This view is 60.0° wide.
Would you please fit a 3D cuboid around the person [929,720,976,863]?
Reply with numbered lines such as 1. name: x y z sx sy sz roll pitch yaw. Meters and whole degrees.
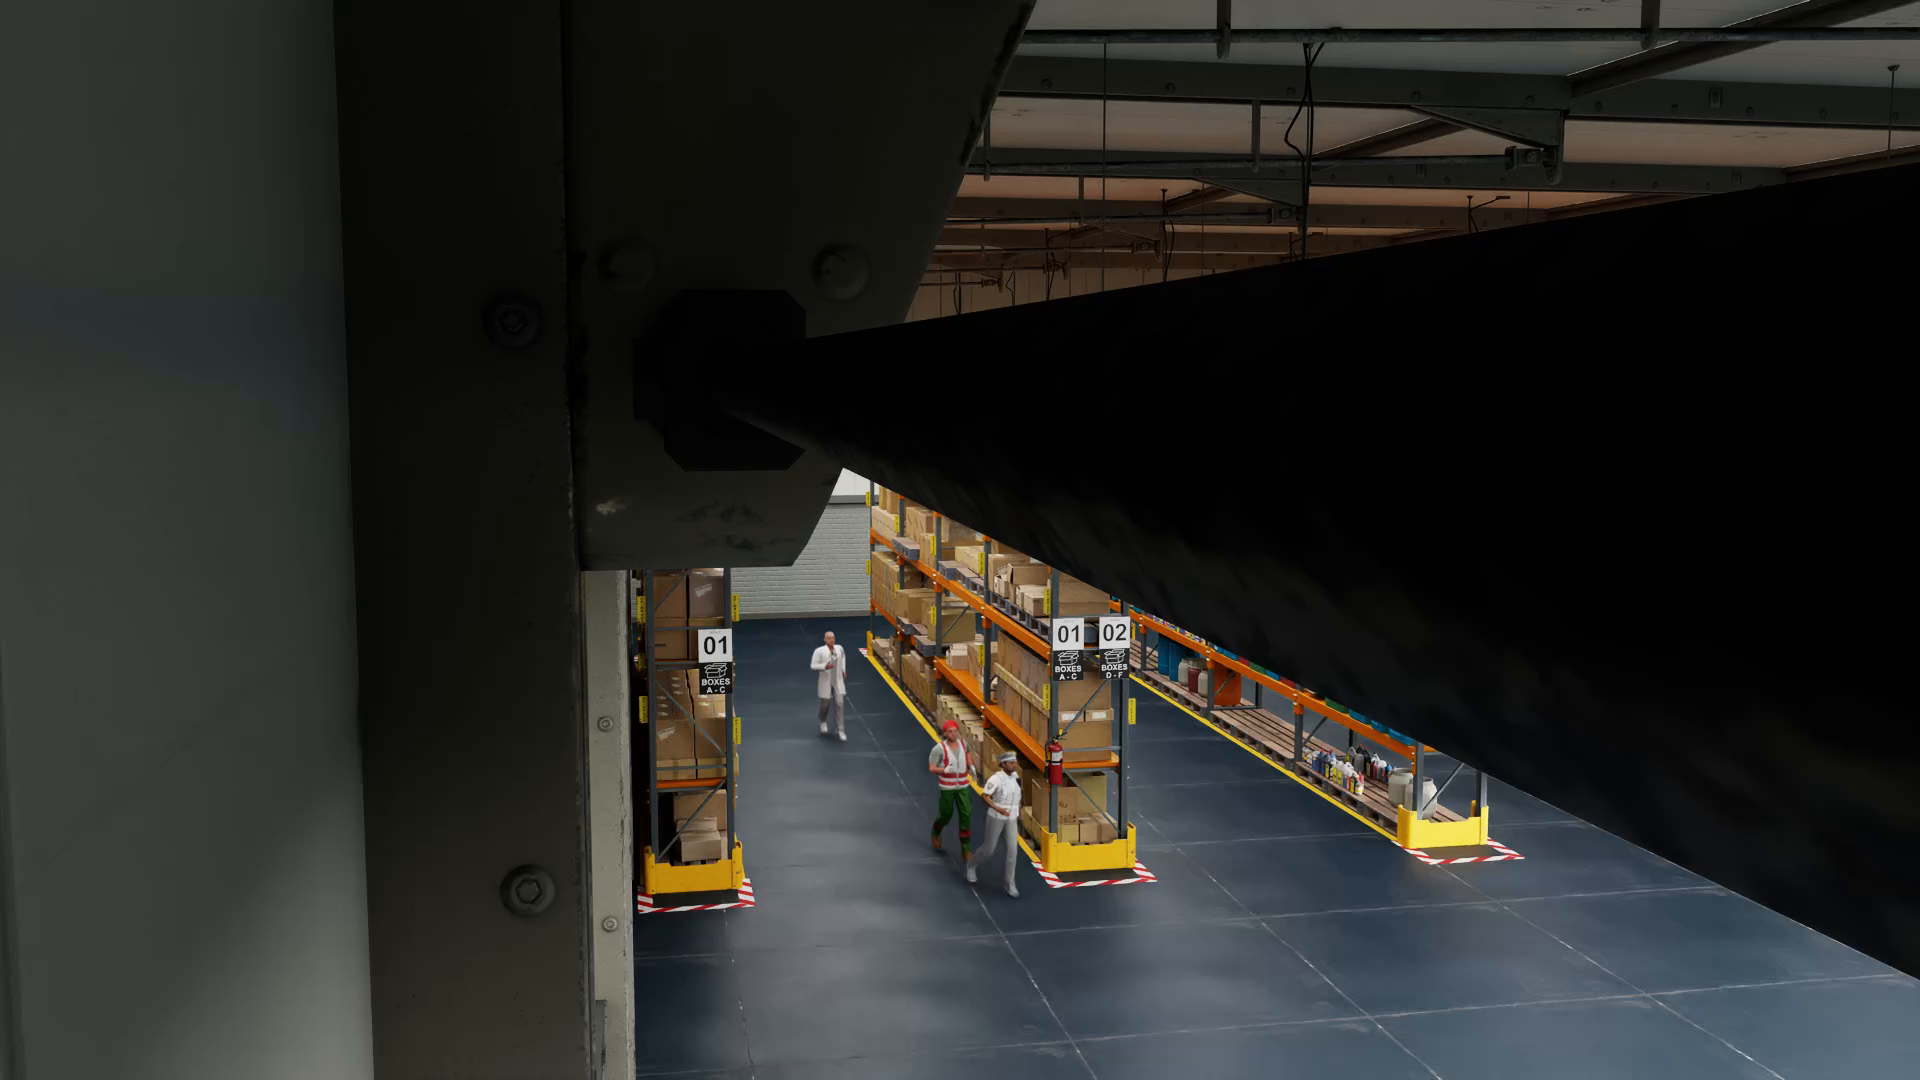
1. person: -0.063 3.197 21.410 0.675 1.755 1.049 -2 6 -19

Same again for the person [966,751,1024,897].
1. person: 0.536 3.388 20.188 0.660 1.670 0.924 -4 7 -32

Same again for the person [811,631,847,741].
1. person: -2.214 2.455 28.360 0.698 1.804 0.981 -2 6 -22
